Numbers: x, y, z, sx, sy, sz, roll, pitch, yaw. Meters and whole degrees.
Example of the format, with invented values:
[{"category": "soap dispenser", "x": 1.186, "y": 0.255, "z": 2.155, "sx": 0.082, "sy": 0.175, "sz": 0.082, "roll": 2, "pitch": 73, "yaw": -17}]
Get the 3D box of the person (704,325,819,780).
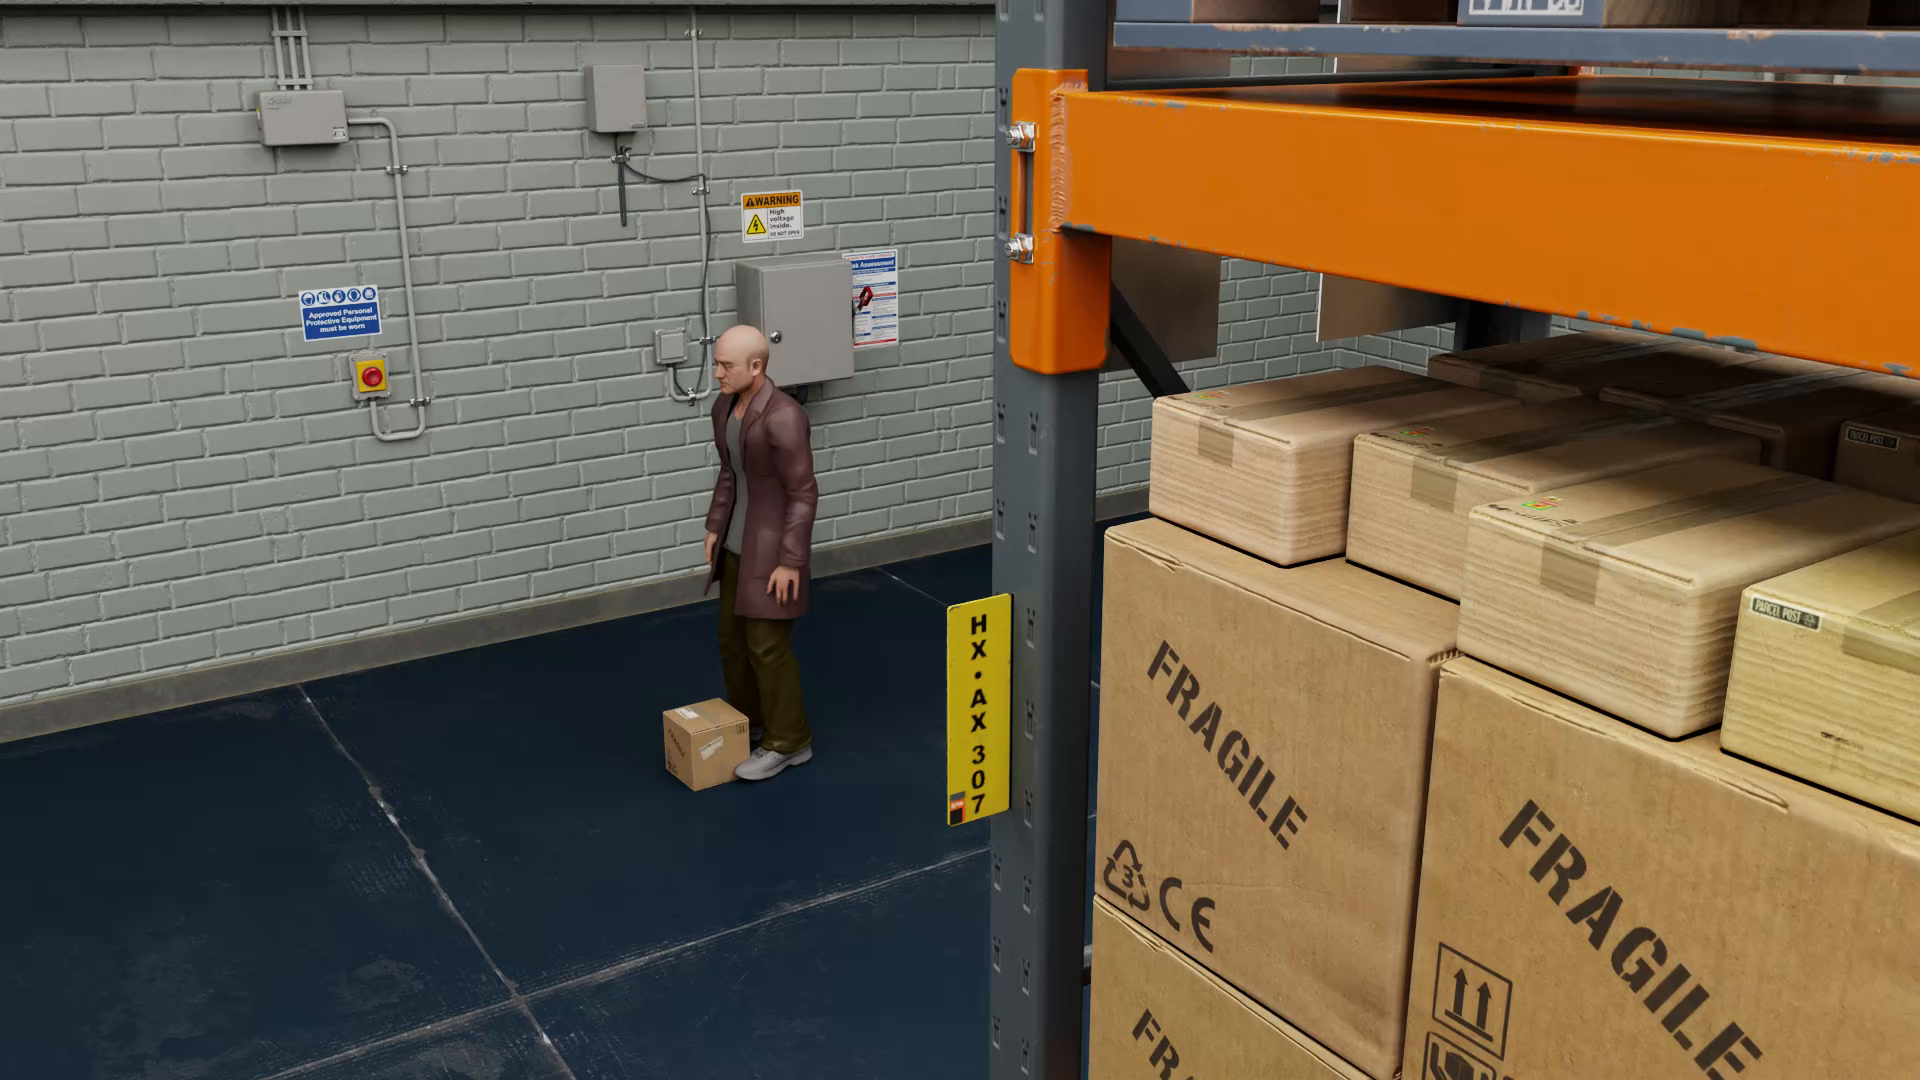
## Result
[{"category": "person", "x": -0.784, "y": 0.040, "z": 6.455, "sx": 0.422, "sy": 1.774, "sz": 0.653, "roll": -13, "pitch": 22, "yaw": -34}]
